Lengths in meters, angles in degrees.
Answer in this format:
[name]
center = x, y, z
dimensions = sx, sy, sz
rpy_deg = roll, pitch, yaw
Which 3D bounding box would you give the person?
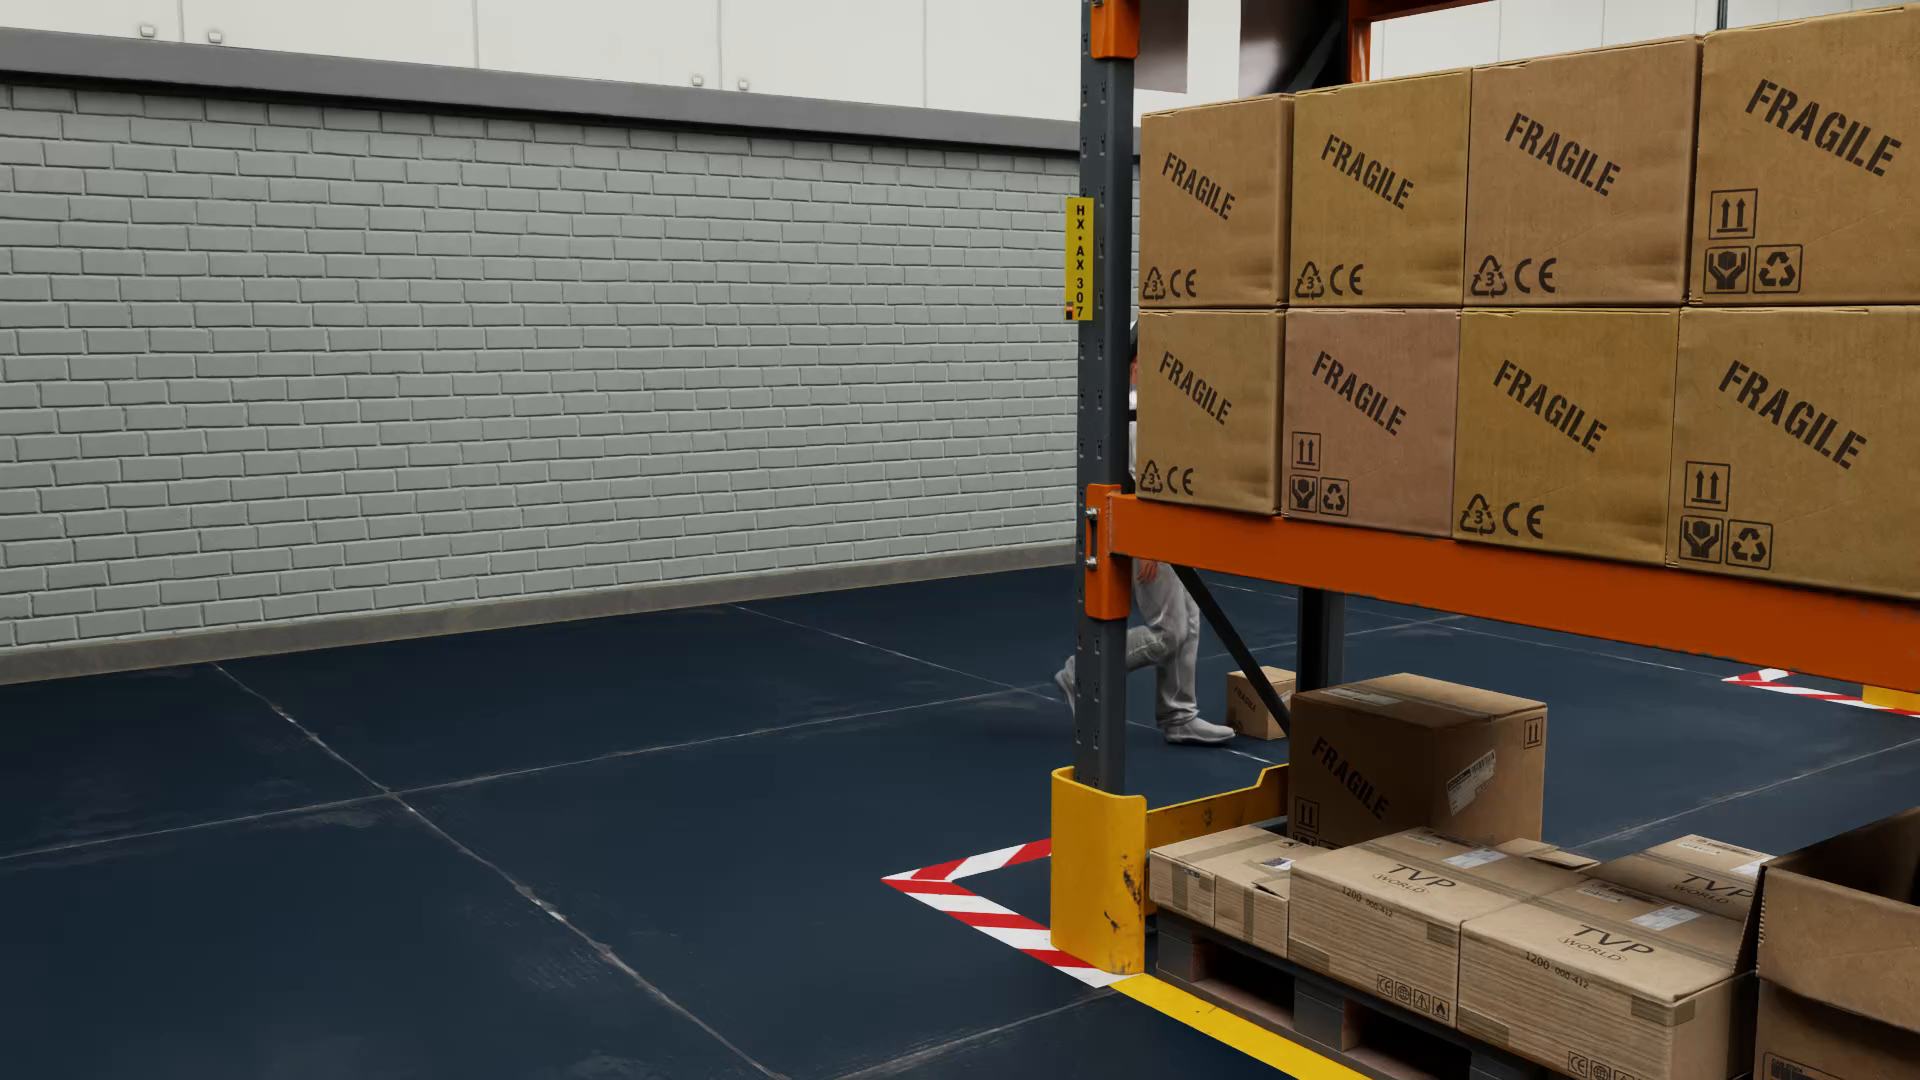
[person]
center = 0.780, -0.023, 6.866
dimensions = 0.733, 1.758, 0.554
rpy_deg = 2, 8, 15
